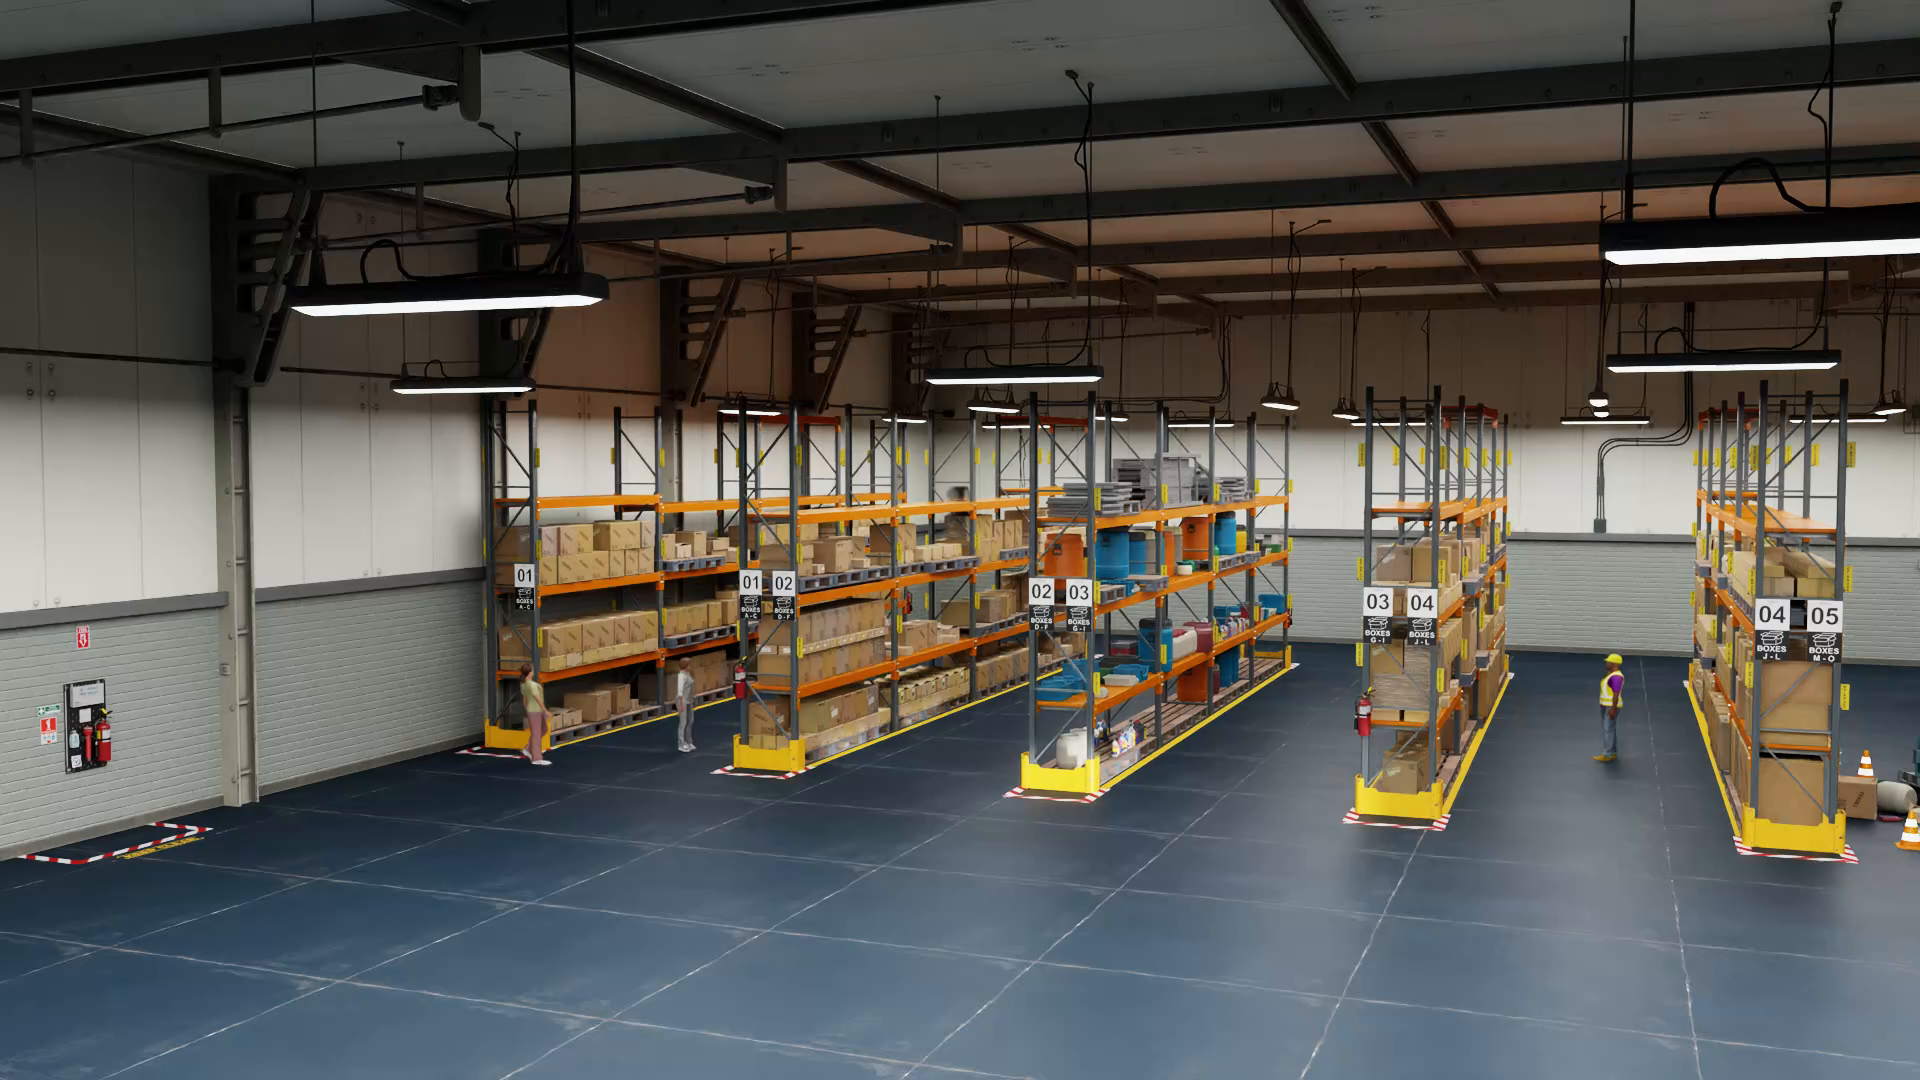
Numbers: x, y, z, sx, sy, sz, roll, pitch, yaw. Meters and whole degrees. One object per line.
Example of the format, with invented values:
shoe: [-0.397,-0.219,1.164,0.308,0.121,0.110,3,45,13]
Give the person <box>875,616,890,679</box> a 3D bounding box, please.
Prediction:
person: [-1.724,2.293,36.963,0.483,1.783,0.595,2,3,28]

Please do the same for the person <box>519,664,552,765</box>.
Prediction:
person: [-6.930,2.838,27.134,0.517,1.666,0.512,-1,3,-18]

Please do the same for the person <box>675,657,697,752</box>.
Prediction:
person: [-4.710,2.832,28.470,0.332,1.660,0.500,1,3,13]

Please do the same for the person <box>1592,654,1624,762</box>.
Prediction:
person: [10.711,2.768,27.548,0.593,1.764,0.571,0,3,-4]
